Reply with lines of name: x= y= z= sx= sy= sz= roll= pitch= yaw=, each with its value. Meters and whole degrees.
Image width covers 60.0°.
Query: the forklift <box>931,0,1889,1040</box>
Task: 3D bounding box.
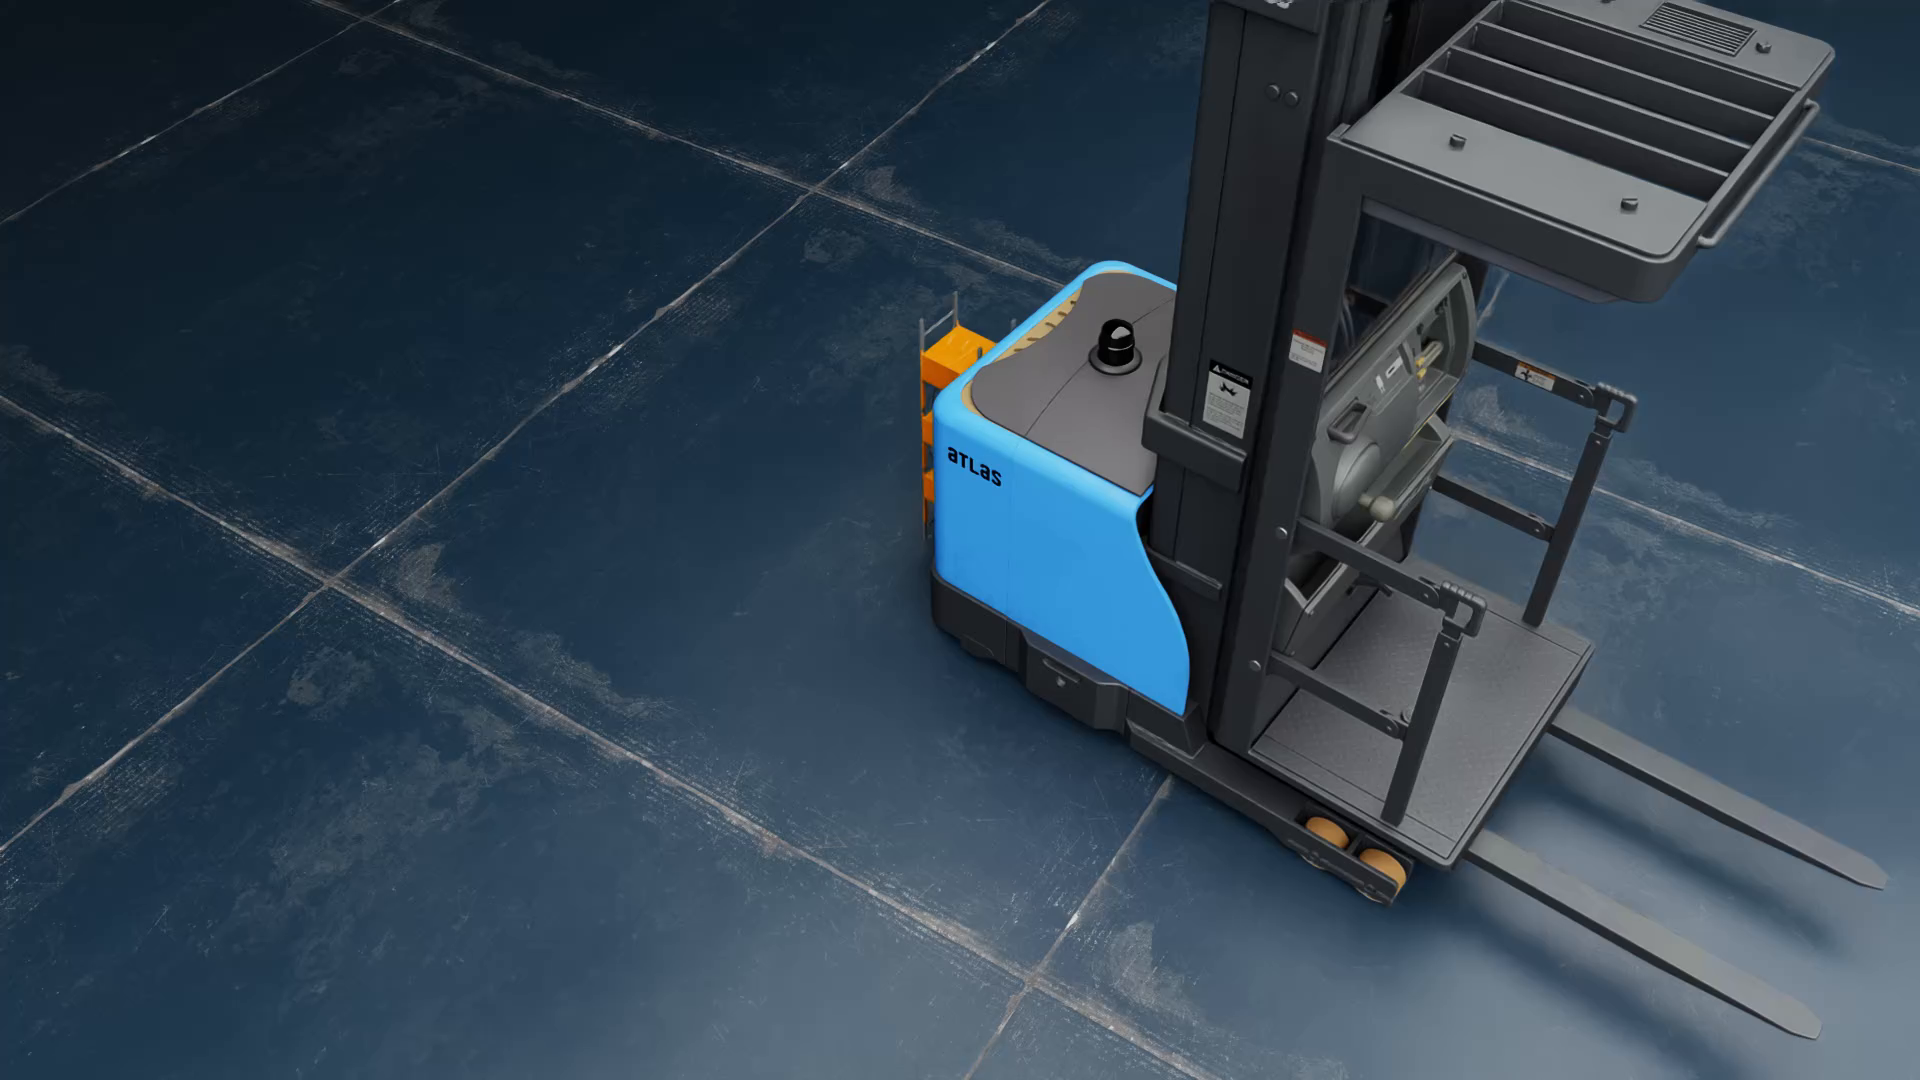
forklift: x=1.374 y=-0.337 z=4.534 sx=3.031 sy=2.935 sz=1.130 roll=29 pitch=52 yaw=25

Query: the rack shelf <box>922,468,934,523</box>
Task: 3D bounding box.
rack shelf: x=0.024 y=-0.160 z=6.076 sx=0.240 sy=0.259 sz=0.215 roll=29 pitch=52 yaw=25

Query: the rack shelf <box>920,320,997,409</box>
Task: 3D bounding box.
rack shelf: x=0.024 y=-0.552 z=5.673 sx=0.240 sy=0.259 sz=0.215 roll=29 pitch=52 yaw=25

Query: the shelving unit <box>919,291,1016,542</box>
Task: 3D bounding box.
shelving unit: x=0.024 y=-0.361 z=5.869 sx=0.252 sy=1.050 sz=0.215 roll=29 pitch=52 yaw=25

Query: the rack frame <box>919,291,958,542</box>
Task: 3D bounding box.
rack frame: x=-0.072 y=-0.415 z=5.921 sx=0.008 sy=1.050 sz=0.200 roll=29 pitch=52 yaw=25

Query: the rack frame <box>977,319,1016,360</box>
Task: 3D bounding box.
rack frame: x=0.120 y=-0.308 z=5.817 sx=0.008 sy=1.050 sz=0.200 roll=29 pitch=52 yaw=25

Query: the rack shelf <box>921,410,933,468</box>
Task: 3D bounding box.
rack shelf: x=0.024 y=-0.354 z=5.877 sx=0.240 sy=0.259 sz=0.215 roll=29 pitch=52 yaw=25
